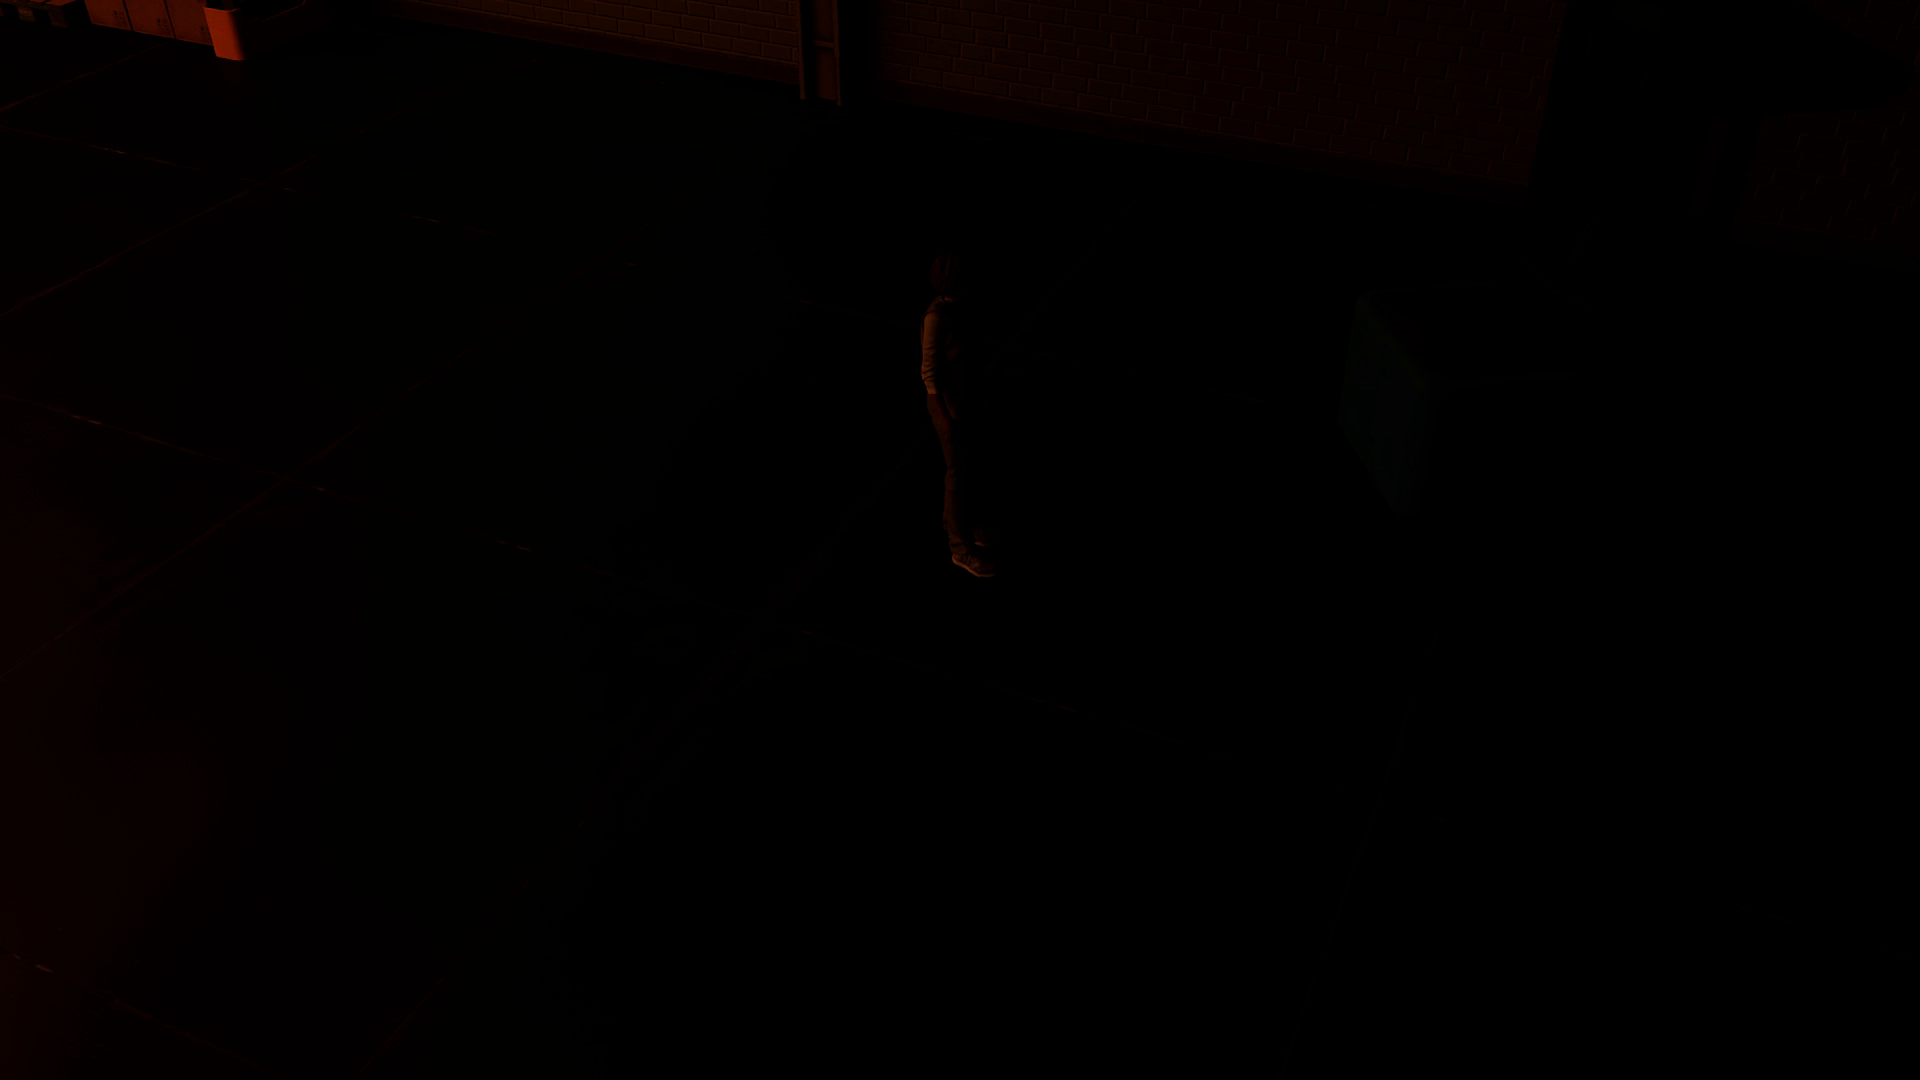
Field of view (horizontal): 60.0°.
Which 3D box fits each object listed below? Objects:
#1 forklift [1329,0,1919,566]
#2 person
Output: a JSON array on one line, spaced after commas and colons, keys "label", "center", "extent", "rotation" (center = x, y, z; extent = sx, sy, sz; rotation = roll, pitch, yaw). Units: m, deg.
[{"label": "forklift", "center": [3.581, -1.449, 8.118], "extent": [3.031, 2.935, 1.130], "rotation": [-5, 36, -7]}, {"label": "person", "center": [0.061, -0.631, 8.108], "extent": [0.475, 1.596, 0.521], "rotation": [15, 38, 20]}]
